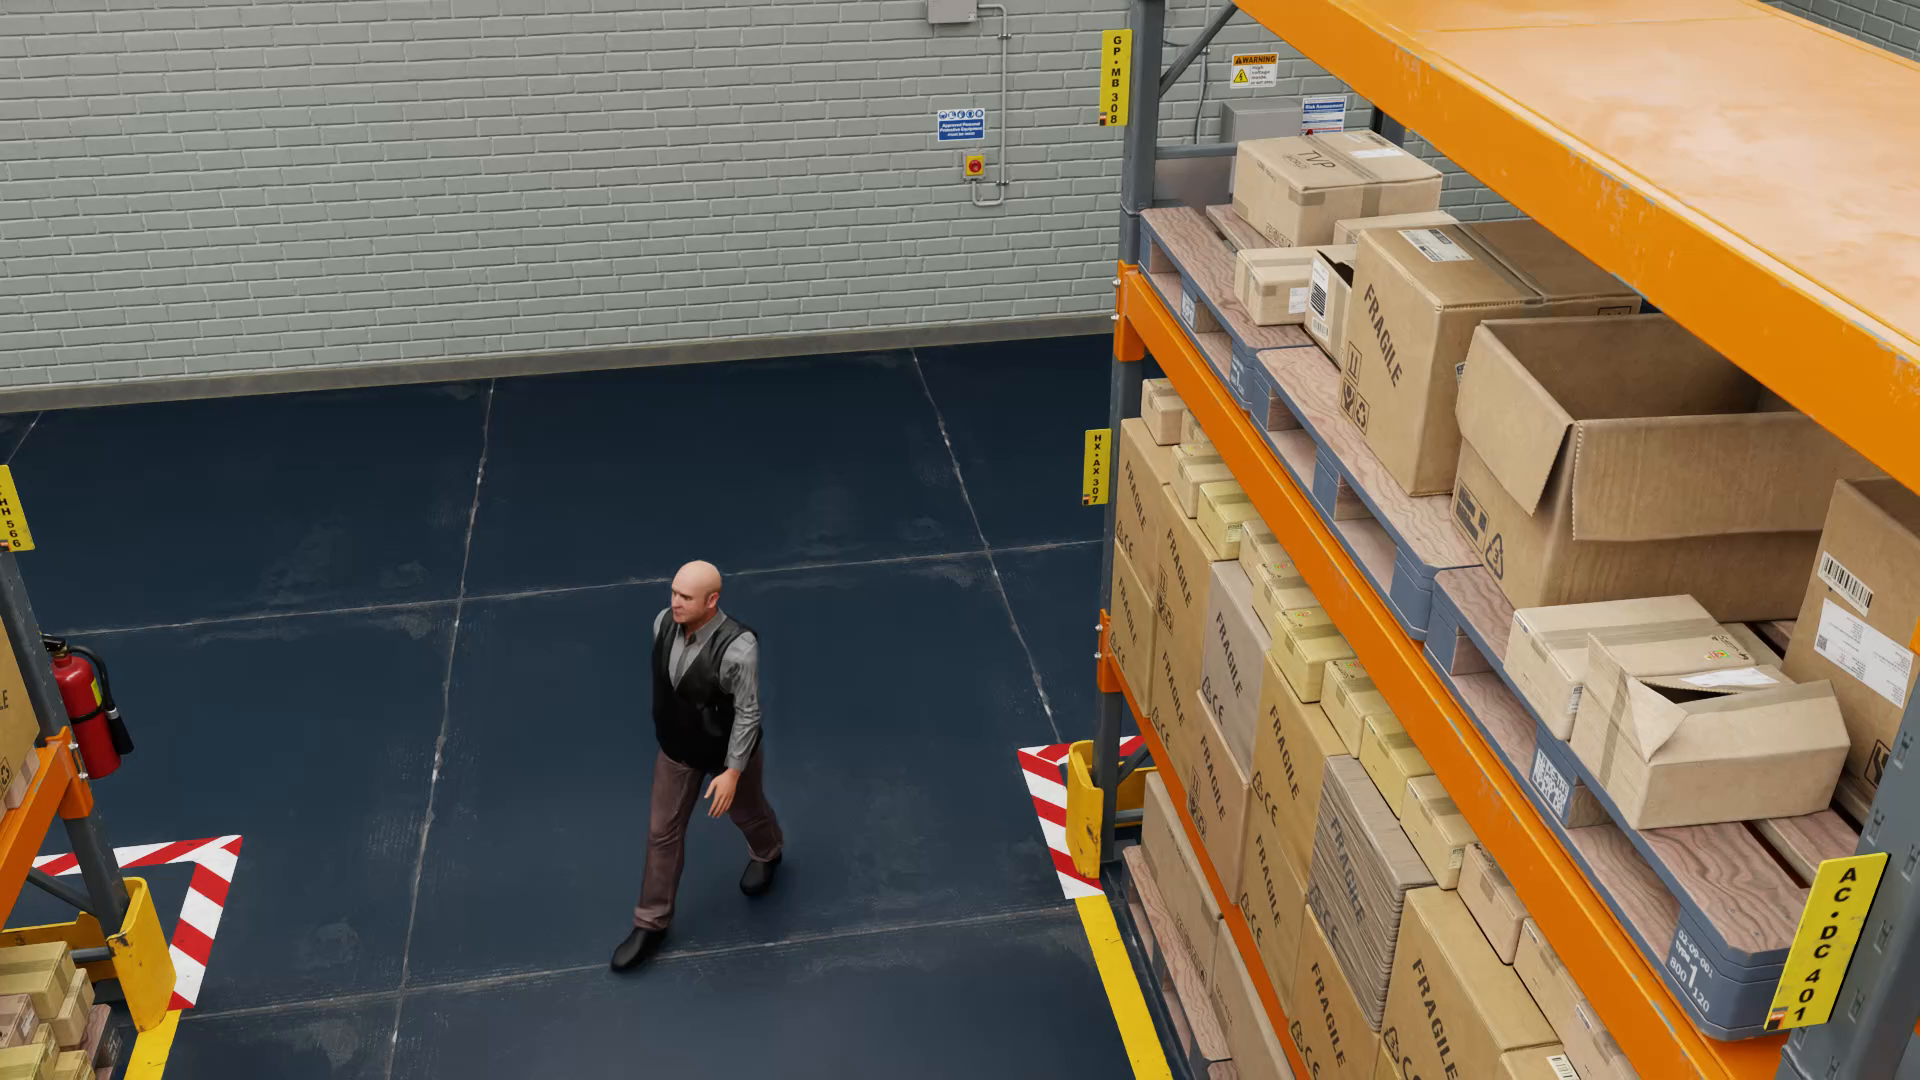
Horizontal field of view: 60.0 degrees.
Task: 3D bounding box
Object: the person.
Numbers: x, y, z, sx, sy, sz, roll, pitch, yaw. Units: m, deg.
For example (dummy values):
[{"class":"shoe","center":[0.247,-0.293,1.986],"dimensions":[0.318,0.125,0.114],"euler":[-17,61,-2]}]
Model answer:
[{"class":"person","center":[-1.053,0.872,6.643],"dimensions":[0.558,1.678,0.938],"euler":[15,34,24]}]
